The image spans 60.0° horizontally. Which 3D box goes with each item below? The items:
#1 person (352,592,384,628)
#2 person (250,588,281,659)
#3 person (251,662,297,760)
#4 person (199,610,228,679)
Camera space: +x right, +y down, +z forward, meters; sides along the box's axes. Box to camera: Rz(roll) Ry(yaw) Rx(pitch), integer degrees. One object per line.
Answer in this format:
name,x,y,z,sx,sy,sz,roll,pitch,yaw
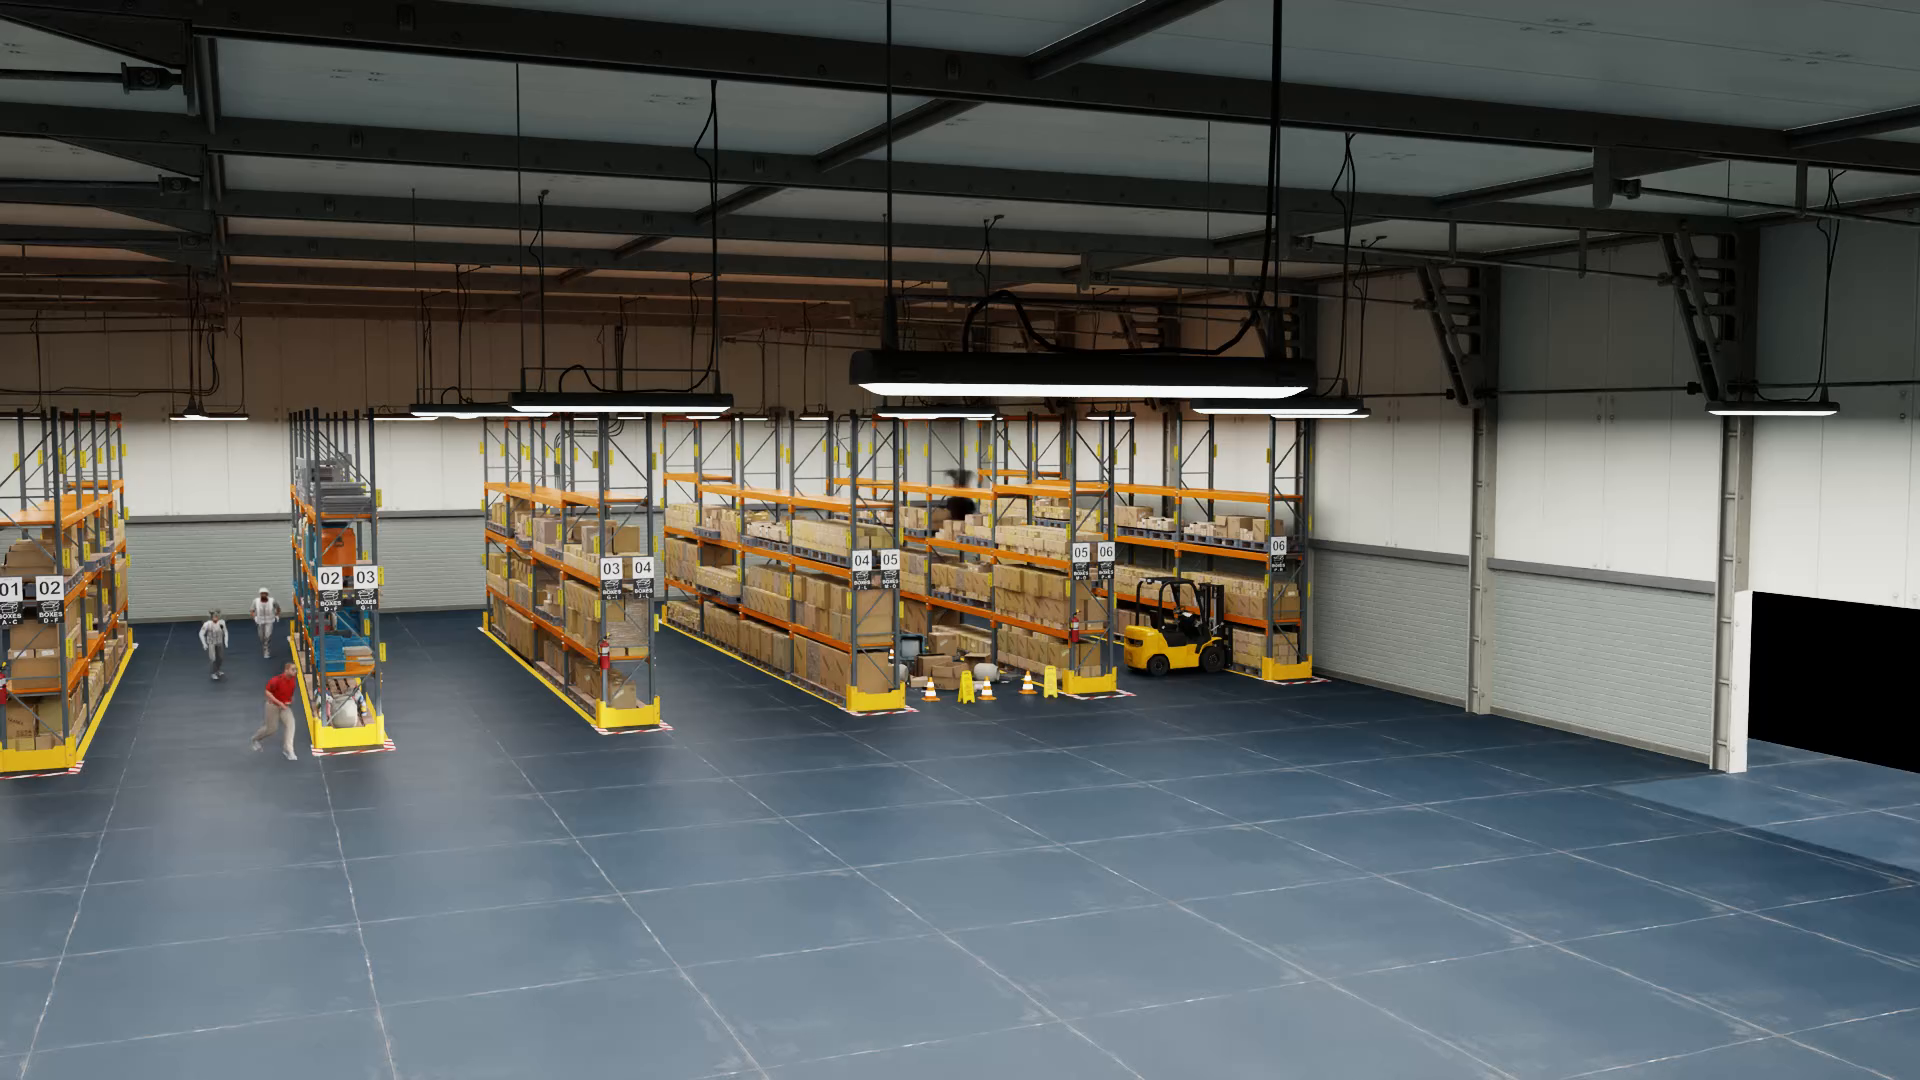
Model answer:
person,-16.602,1.668,46.201,1.100,1.556,0.727,0,4,1
person,-16.999,2.010,40.725,0.683,1.733,0.807,-1,4,-13
person,-11.752,2.907,28.551,0.963,1.664,0.689,2,4,21
person,-16.765,2.330,37.341,0.781,1.554,0.648,4,5,42
